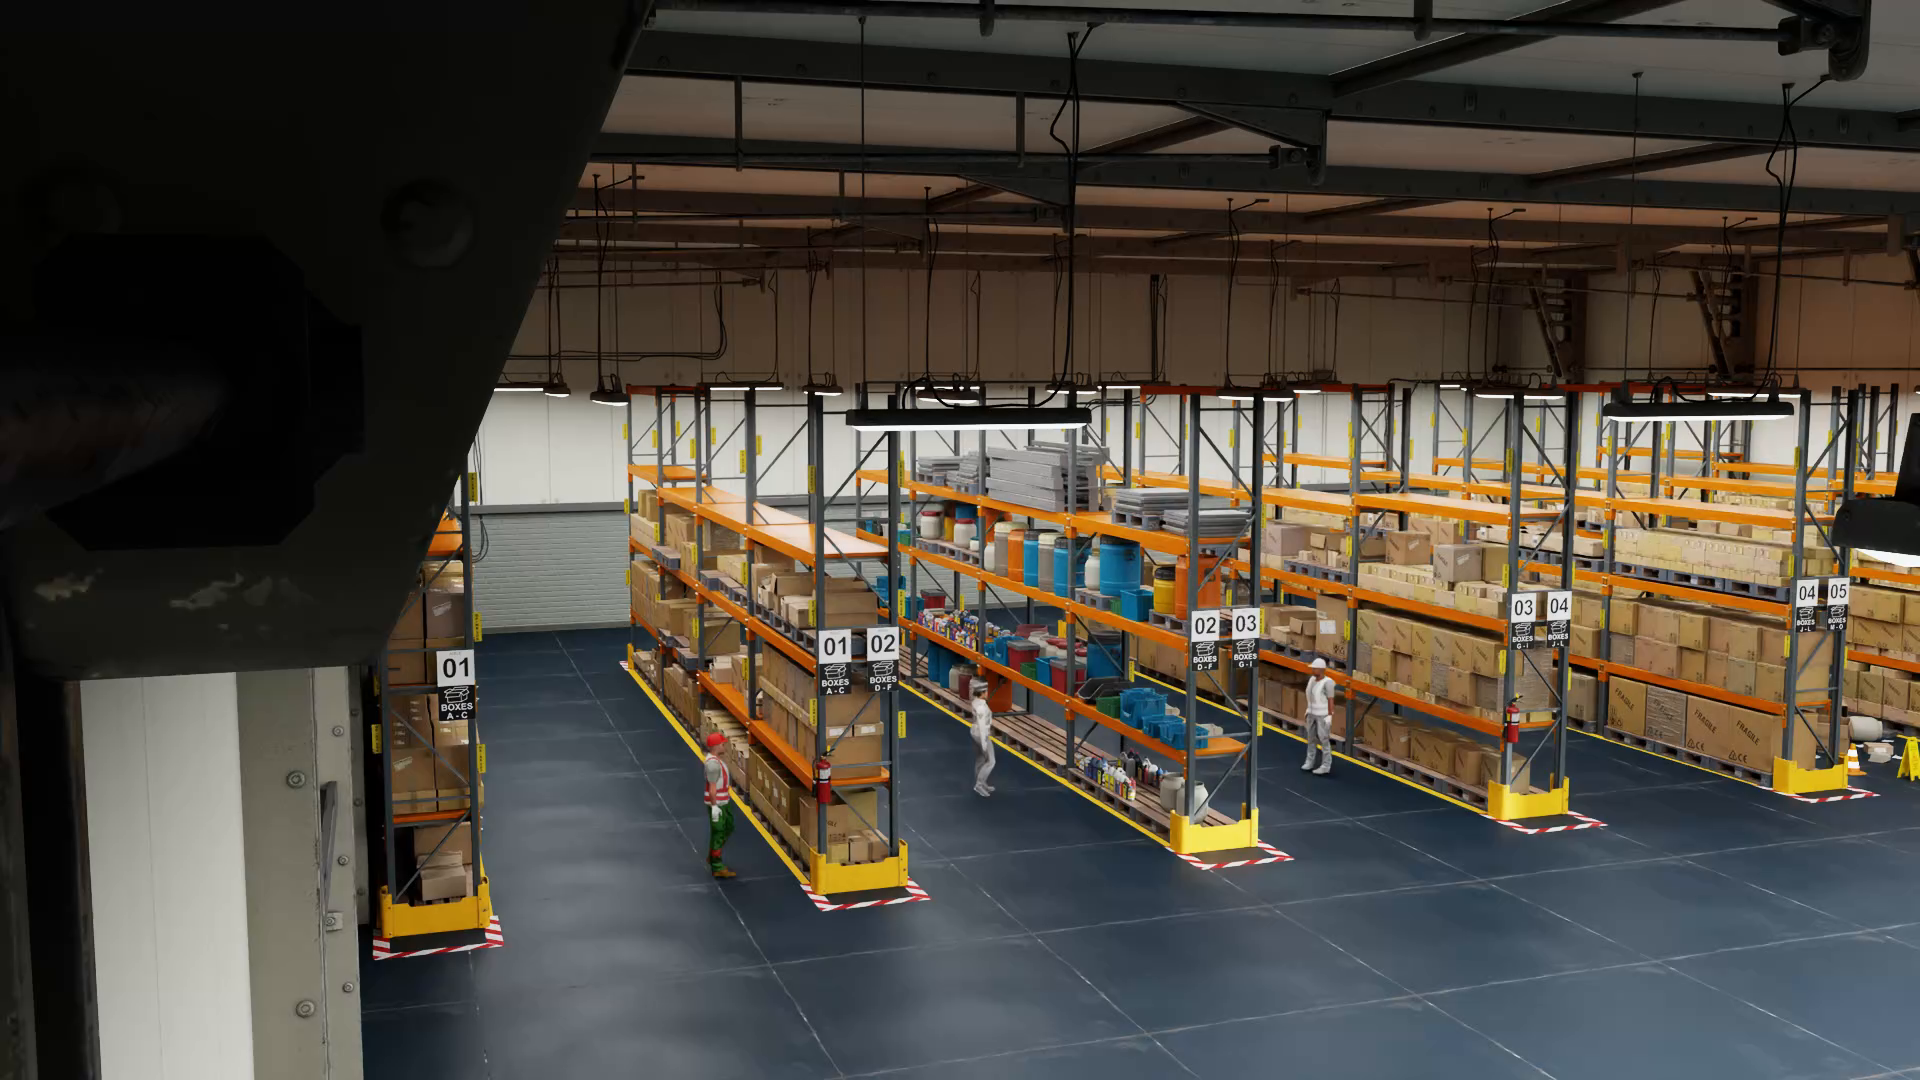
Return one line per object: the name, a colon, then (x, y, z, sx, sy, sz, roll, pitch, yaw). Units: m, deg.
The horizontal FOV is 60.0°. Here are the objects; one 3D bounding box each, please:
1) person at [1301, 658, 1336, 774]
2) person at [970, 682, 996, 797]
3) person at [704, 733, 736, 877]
person: (5.604, 2.741, 26.090, 0.431, 1.789, 0.610, -3, 7, -25)
person: (0.345, 2.953, 24.795, 0.380, 1.693, 0.526, -1, 6, -11)
person: (-3.012, 3.305, 20.792, 0.402, 1.807, 0.601, 0, 6, -4)
